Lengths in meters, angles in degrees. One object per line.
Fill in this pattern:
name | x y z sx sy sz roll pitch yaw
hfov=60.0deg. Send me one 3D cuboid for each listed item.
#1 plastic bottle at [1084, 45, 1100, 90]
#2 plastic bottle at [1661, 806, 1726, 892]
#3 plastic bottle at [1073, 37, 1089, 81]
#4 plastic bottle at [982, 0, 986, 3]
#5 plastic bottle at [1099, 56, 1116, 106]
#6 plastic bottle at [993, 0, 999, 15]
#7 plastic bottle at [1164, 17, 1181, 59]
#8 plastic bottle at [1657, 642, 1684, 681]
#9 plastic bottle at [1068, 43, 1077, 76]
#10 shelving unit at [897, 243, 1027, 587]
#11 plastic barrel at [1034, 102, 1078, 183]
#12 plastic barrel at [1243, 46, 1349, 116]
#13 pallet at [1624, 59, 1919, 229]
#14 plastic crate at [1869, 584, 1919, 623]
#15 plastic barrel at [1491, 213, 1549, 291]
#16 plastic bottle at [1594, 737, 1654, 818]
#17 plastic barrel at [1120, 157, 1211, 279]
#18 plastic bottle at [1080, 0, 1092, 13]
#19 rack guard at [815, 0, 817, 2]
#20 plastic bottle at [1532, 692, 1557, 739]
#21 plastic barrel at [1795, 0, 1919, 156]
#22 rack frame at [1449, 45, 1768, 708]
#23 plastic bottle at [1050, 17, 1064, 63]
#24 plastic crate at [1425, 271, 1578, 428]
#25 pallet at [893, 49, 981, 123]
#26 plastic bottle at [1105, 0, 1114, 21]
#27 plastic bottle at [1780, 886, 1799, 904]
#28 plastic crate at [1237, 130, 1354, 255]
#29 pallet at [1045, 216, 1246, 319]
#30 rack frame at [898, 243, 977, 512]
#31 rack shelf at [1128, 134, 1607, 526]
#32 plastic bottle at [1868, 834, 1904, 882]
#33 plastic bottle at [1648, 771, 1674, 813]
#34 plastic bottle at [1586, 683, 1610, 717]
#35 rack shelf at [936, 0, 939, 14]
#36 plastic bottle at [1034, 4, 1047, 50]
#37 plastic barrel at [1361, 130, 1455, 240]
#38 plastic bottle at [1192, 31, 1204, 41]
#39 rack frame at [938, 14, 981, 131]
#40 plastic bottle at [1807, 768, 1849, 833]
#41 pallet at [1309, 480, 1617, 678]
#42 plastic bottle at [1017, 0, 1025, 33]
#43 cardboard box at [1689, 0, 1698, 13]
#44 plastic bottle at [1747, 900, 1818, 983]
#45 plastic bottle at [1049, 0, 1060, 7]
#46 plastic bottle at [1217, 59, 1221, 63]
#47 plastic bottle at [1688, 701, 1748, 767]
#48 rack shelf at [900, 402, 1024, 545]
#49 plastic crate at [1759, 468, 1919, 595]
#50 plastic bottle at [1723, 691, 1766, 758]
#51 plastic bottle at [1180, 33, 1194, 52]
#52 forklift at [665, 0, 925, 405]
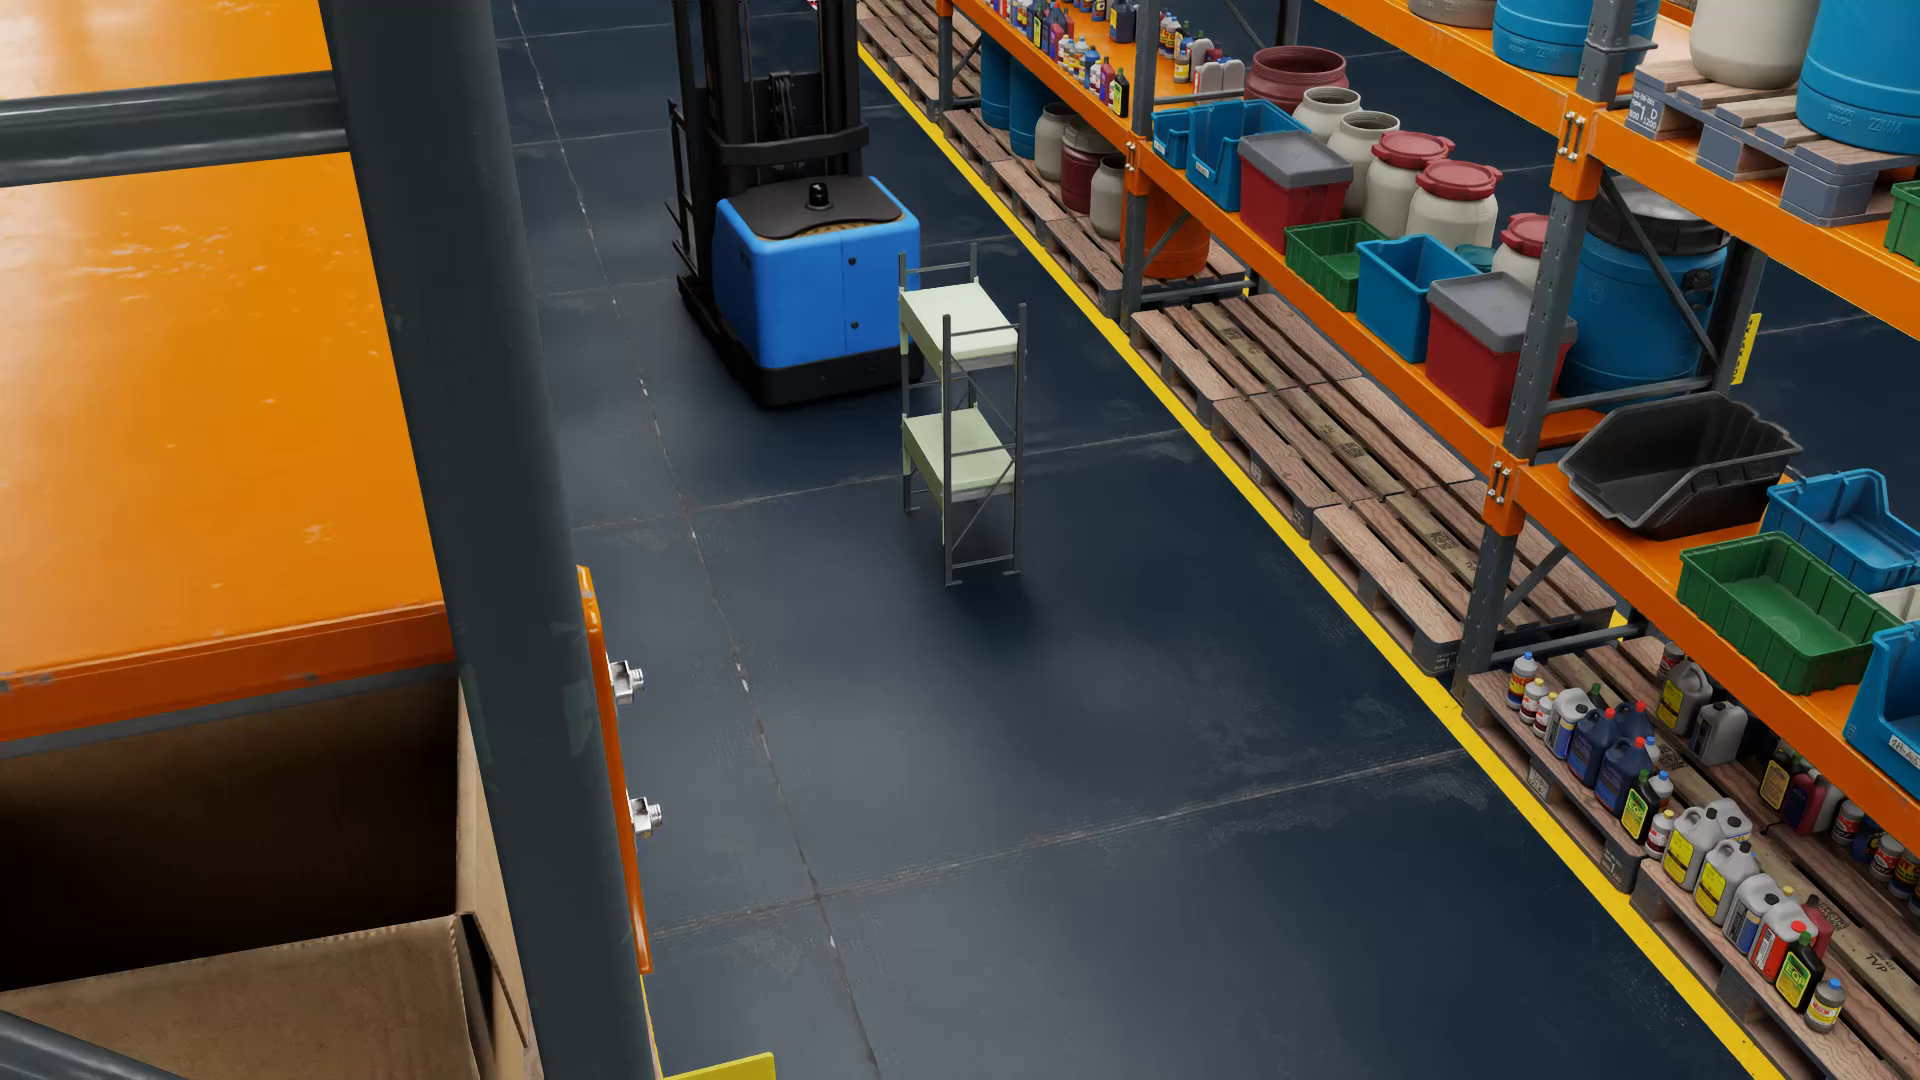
plastic bottle | 0.858 -3.070 10.792 0.097 0.271 0.097 0 33 0
plastic bottle | 2.794 1.142 6.305 0.144 0.351 0.185 -10 35 -15
plastic bottle | 0.799 -3.172 10.946 0.097 0.271 0.097 0 33 0
plastic bottle | 0.215 -4.178 12.468 0.097 0.271 0.097 0 33 0
plastic bottle | 0.935 -2.909 10.537 0.061 0.283 0.133 -10 35 -15
plastic bottle | 0.292 -4.017 12.214 0.061 0.283 0.133 -10 35 -15
plastic bottle | 1.450 -3.423 11.326 0.097 0.271 0.097 0 33 0
plastic bottle | 3.163 0.526 7.372 0.097 0.201 0.097 0 33 0
plastic bottle | 0.769 -3.194 11.043 0.097 0.201 0.097 0 33 0
shelving unit | 0.002 -0.622 8.331 0.431 1.500 0.755 -10 35 -15
plastic barrel | 0.768 -2.961 12.387 0.421 0.512 0.421 0 33 0
plastic barrel | 1.966 -2.560 9.780 0.600 0.536 0.708 -10 35 -15
pallet | 3.069 -1.406 5.607 1.213 0.211 1.003 -10 35 -15
plastic crate | 3.492 0.324 5.778 0.530 0.136 0.437 -10 35 -15
plastic barrel | 2.673 -1.192 7.709 0.433 0.535 0.433 0 33 0
plastic bottle | 2.664 0.919 6.643 0.144 0.351 0.185 -11 35 -17
plastic barrel | 1.370 -2.220 10.976 0.600 0.830 0.708 -10 35 -15
plastic bottle | 0.937 -4.032 12.247 0.097 0.271 0.097 0 33 0
rack guard | -0.924 -5.864 17.170 1.175 0.500 0.348 -10 35 -15
plastic bottle | 2.497 0.736 7.054 0.097 0.201 0.097 0 33 0
plastic barrel | 2.957 -1.691 5.032 0.600 0.901 0.708 -10 35 -15
rack frame | 2.756 -0.596 6.931 1.000 3.000 0.127 -10 35 -15
plastic bottle | 0.657 -3.388 11.262 0.061 0.283 0.133 -10 35 -15
plastic crate | 2.317 -0.825 7.220 0.402 0.464 0.583 -10 35 -15
pallet | 0.054 -4.012 14.630 1.003 0.211 1.213 -10 35 -15
plastic bottle | 1.120 -3.943 12.108 0.152 0.276 0.135 -10 35 -15
plastic bottle | 3.018 1.357 6.114 0.097 0.201 0.097 0 33 0
plastic crate | 1.737 -1.823 8.729 0.402 0.464 0.583 -10 35 -15
pallet | 1.255 -1.939 11.493 1.003 0.211 1.213 -10 35 -15
rack frame | -0.110 -0.814 8.622 0.400 1.500 0.023 -10 35 -15
rack shelf | 2.146 -1.346 8.718 1.077 0.370 4.000 -10 35 -15
plastic bottle | 3.554 1.200 6.353 0.097 0.201 0.097 0 33 0
plastic bottle | 2.745 1.023 6.557 0.097 0.271 0.097 0 33 0
plastic bottle | 2.661 0.742 6.971 0.061 0.283 0.133 -10 35 -15
rack shelf | -0.295 -5.546 15.074 1.077 0.370 4.000 -10 35 -15
plastic bottle | 0.560 -3.555 11.515 0.061 0.283 0.133 -10 35 -15
plastic barrel | 2.317 -1.804 8.636 0.433 0.535 0.433 0 33 0
plastic bottle | 1.573 -3.250 11.053 0.061 0.283 0.133 -10 35 -15
rack frame | 0.315 -4.796 13.287 1.000 3.000 0.127 -10 35 -15
plastic bottle | 3.429 1.003 6.583 0.152 0.276 0.135 -9 35 -14
pallet | 2.479 0.162 8.313 1.003 0.211 1.213 -10 35 -15
plastic bottle | 0.456 -3.762 11.839 0.097 0.271 0.097 0 33 0
cardboard box | 5.719 -4.051 12.068 0.500 0.500 0.500 -10 35 -15
plastic bottle | 2.947 1.430 5.937 0.152 0.276 0.135 -10 35 -14
plastic bottle | 0.653 -3.684 11.721 0.097 0.271 0.097 0 33 0
plastic bottle | 1.672 -3.011 10.766 0.097 0.201 0.097 0 33 0
plastic bottle | 3.152 0.786 6.912 0.152 0.276 0.135 -10 35 -15
rack shelf | 0.002 -0.350 8.511 0.431 0.370 0.720 -10 35 -15
plastic crate | 3.352 0.002 6.161 0.499 0.251 0.616 -10 35 -15
plastic bottle | 3.285 0.716 6.949 0.144 0.351 0.185 -12 35 -17
plastic bottle | 1.503 -3.222 11.022 0.097 0.271 0.097 0 33 0
forklift | -1.252 -2.820 10.359 1.130 2.935 3.031 -13 36 -19
